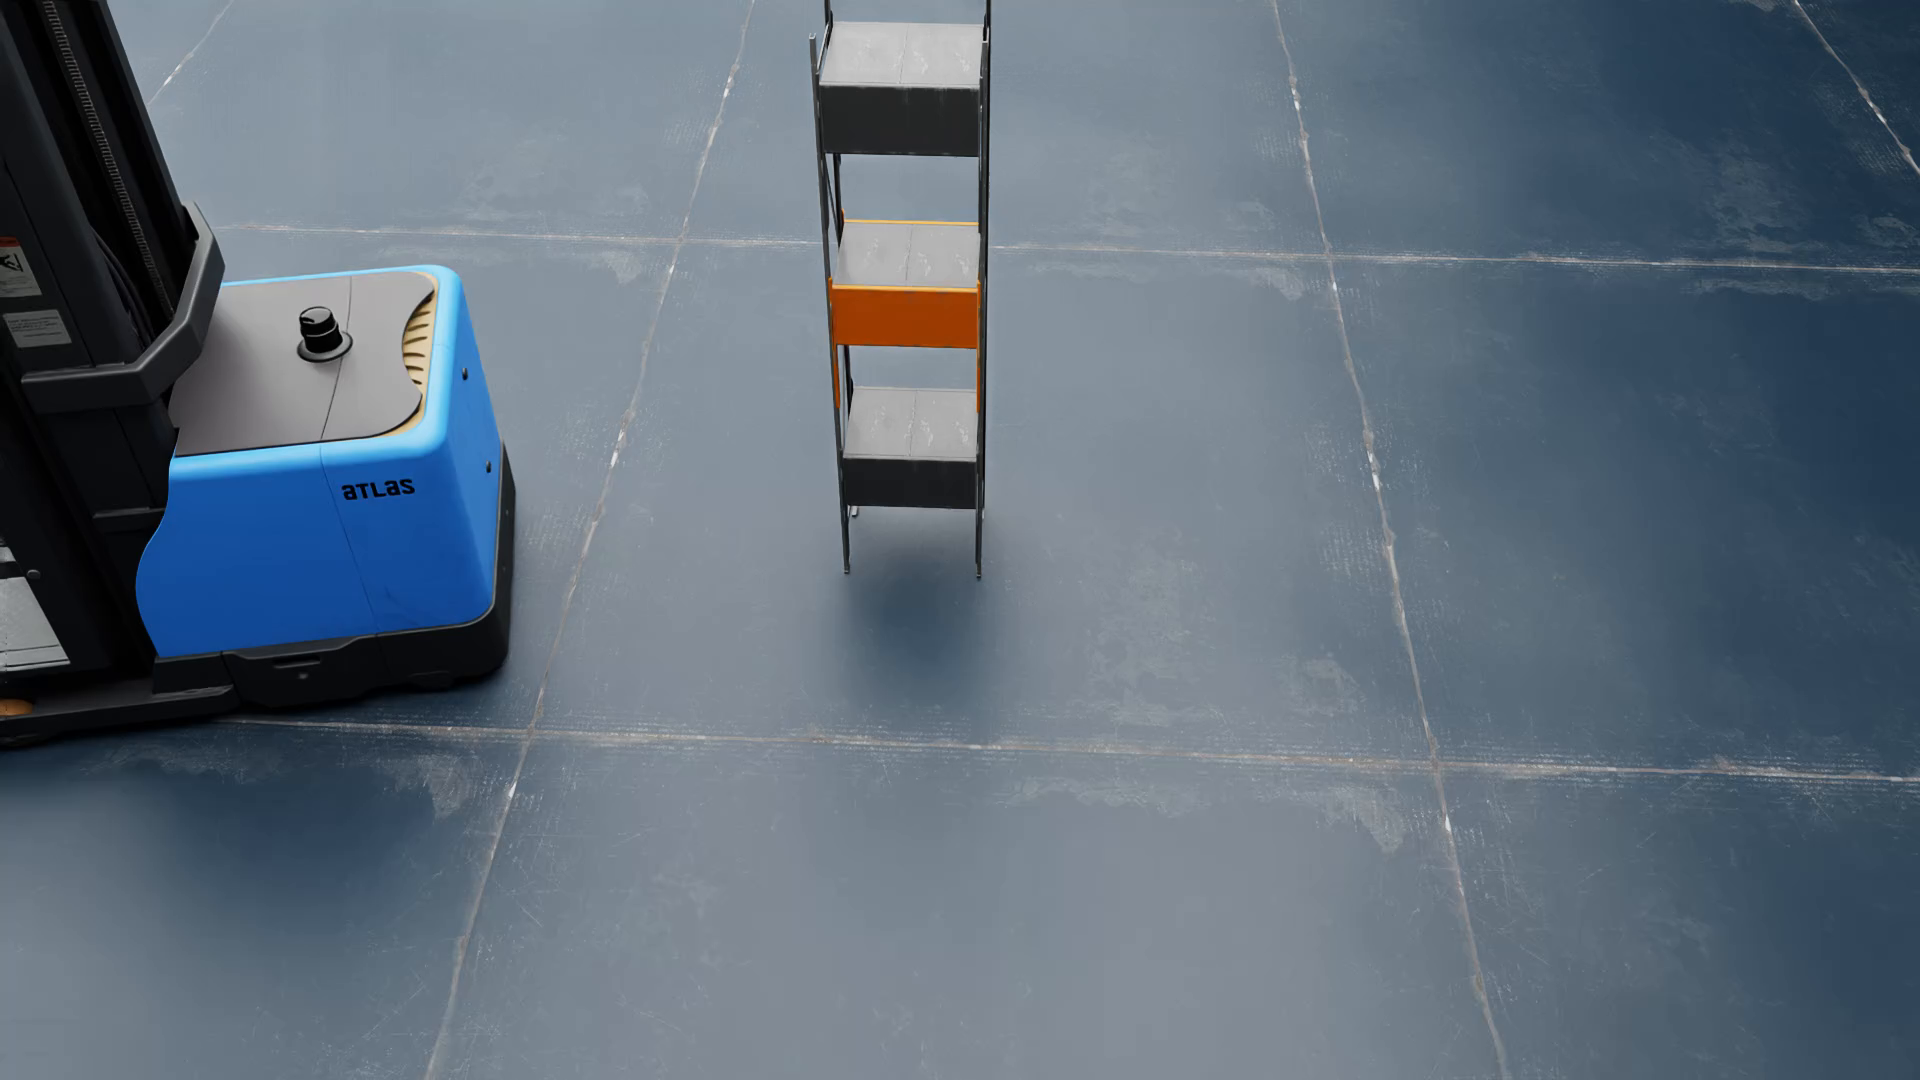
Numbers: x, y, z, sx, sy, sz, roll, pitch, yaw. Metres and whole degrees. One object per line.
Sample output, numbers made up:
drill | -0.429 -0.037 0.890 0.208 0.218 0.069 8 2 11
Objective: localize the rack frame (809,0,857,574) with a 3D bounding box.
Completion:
rack frame | -0.409 -0.781 5.548 0.015 2.100 0.400 2 43 2

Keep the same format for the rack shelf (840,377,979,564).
rack shelf | -0.165 -0.251 6.026 0.480 0.518 0.431 2 43 2

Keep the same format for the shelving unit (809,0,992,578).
shelving unit | -0.165 -0.773 5.540 0.503 2.100 0.431 2 43 2

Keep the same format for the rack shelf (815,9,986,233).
rack shelf | -0.165 -1.276 5.072 0.480 0.518 0.431 2 43 2

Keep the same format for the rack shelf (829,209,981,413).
rack shelf | -0.165 -0.763 5.549 0.480 0.518 0.431 2 43 2

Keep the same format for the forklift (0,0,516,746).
forklift | -3.121 -0.756 4.911 3.031 2.935 1.130 -6 43 -7

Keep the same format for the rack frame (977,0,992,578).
rack frame | 0.078 -0.766 5.532 0.015 2.100 0.400 2 43 2
